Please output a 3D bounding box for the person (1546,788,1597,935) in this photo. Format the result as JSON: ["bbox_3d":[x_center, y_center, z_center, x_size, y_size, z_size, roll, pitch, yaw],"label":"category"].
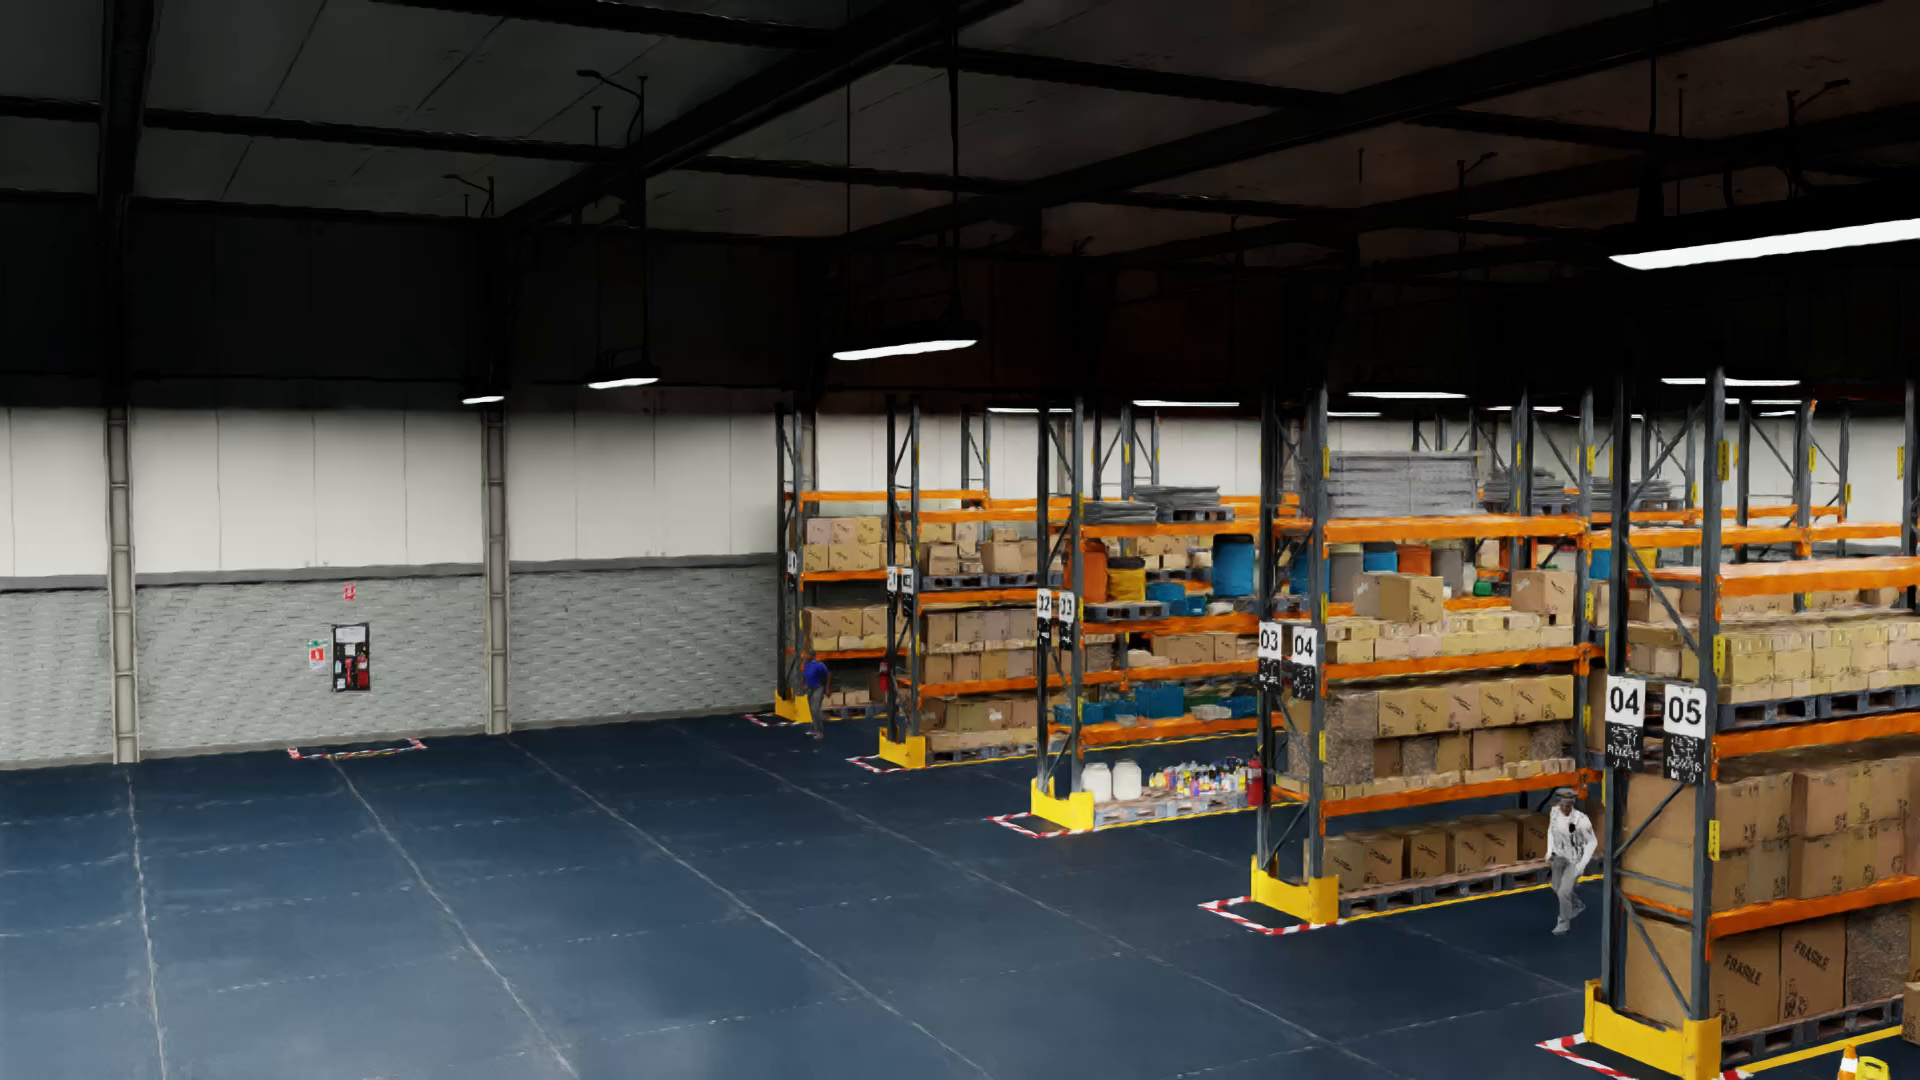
[{"bbox_3d":[6.546,3.385,17.695,0.786,1.575,0.571,-2,4,-37],"label":"person"}]

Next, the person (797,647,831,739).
[{"bbox_3d":[-2.600,2.695,29.491,0.623,1.612,0.636,-3,4,-40],"label":"person"}]
